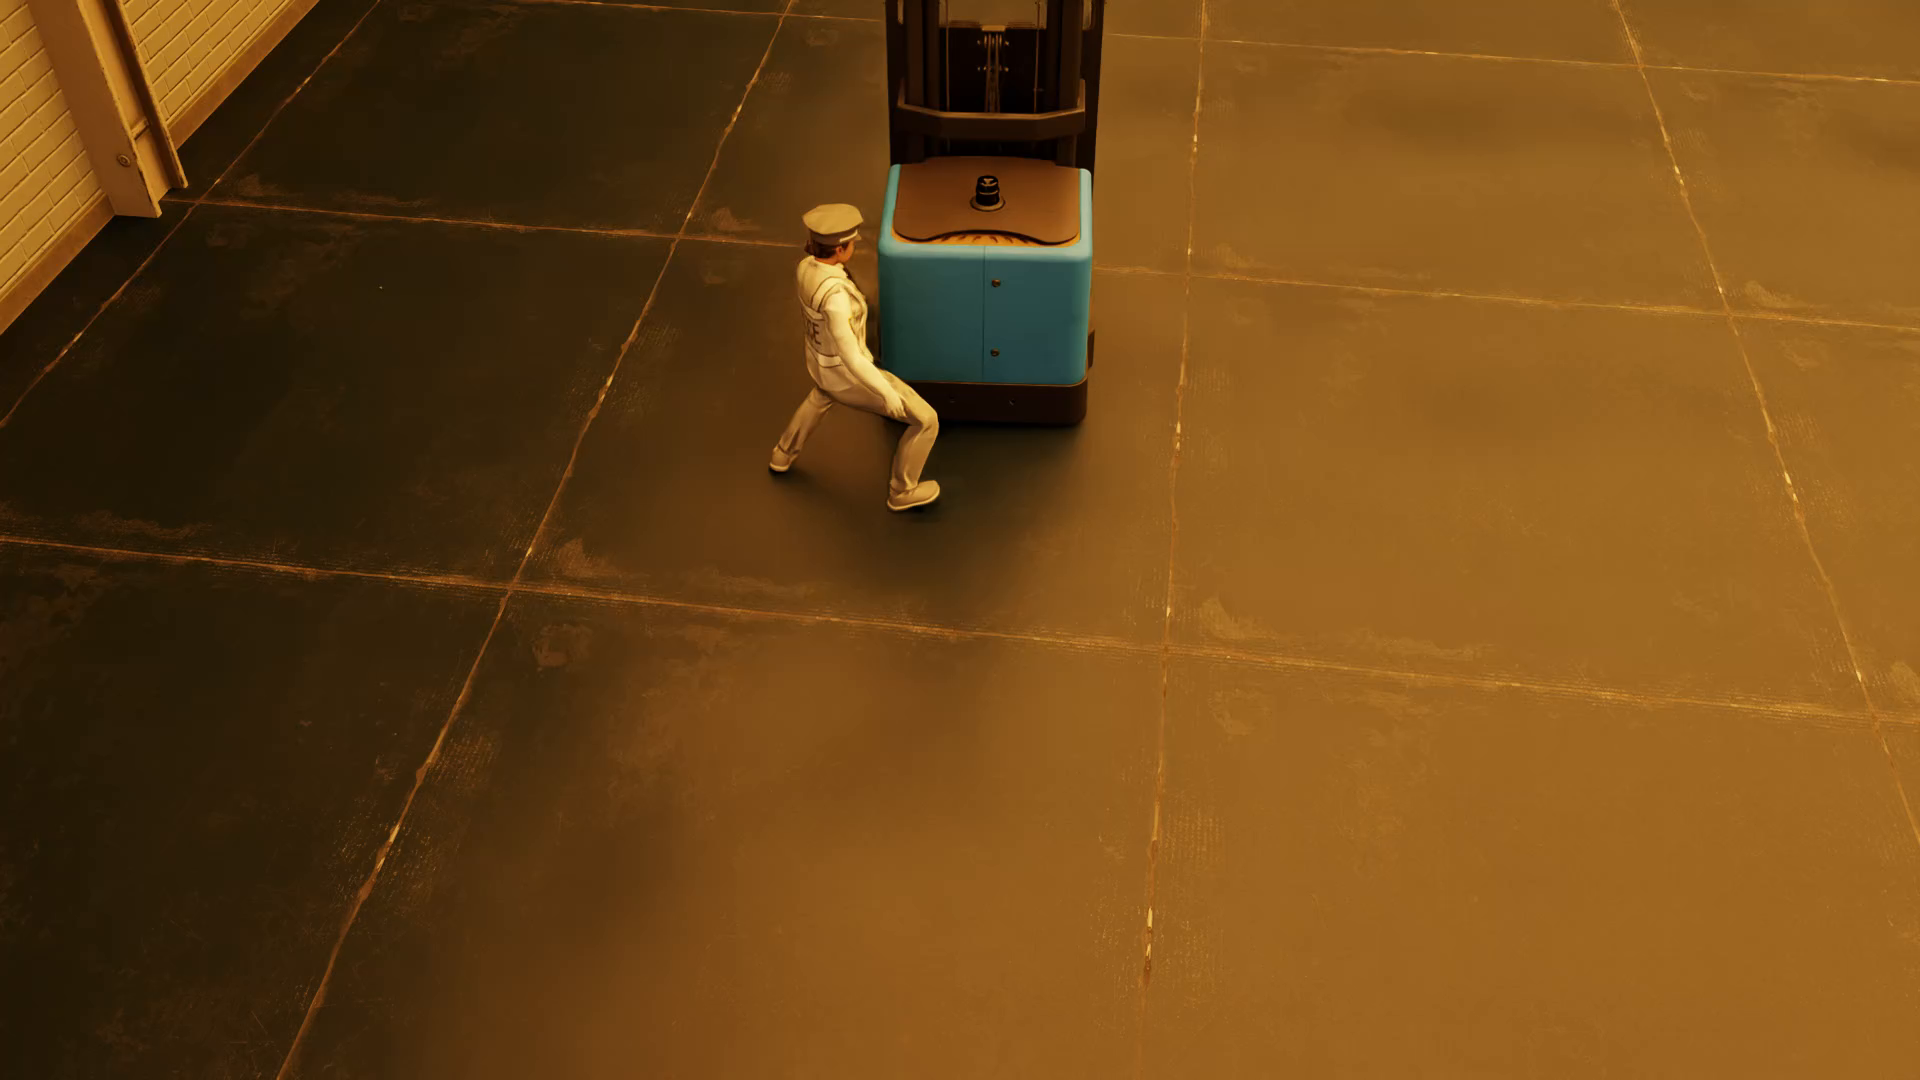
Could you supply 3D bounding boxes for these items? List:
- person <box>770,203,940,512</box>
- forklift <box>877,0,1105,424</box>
[{"bbox_3d":[-0.547,-0.858,7.728,0.688,1.544,0.881,-16,45,-17],"label":"person"},{"bbox_3d":[0.185,-2.650,8.609,1.130,2.935,3.031,2,43,2],"label":"forklift"}]
